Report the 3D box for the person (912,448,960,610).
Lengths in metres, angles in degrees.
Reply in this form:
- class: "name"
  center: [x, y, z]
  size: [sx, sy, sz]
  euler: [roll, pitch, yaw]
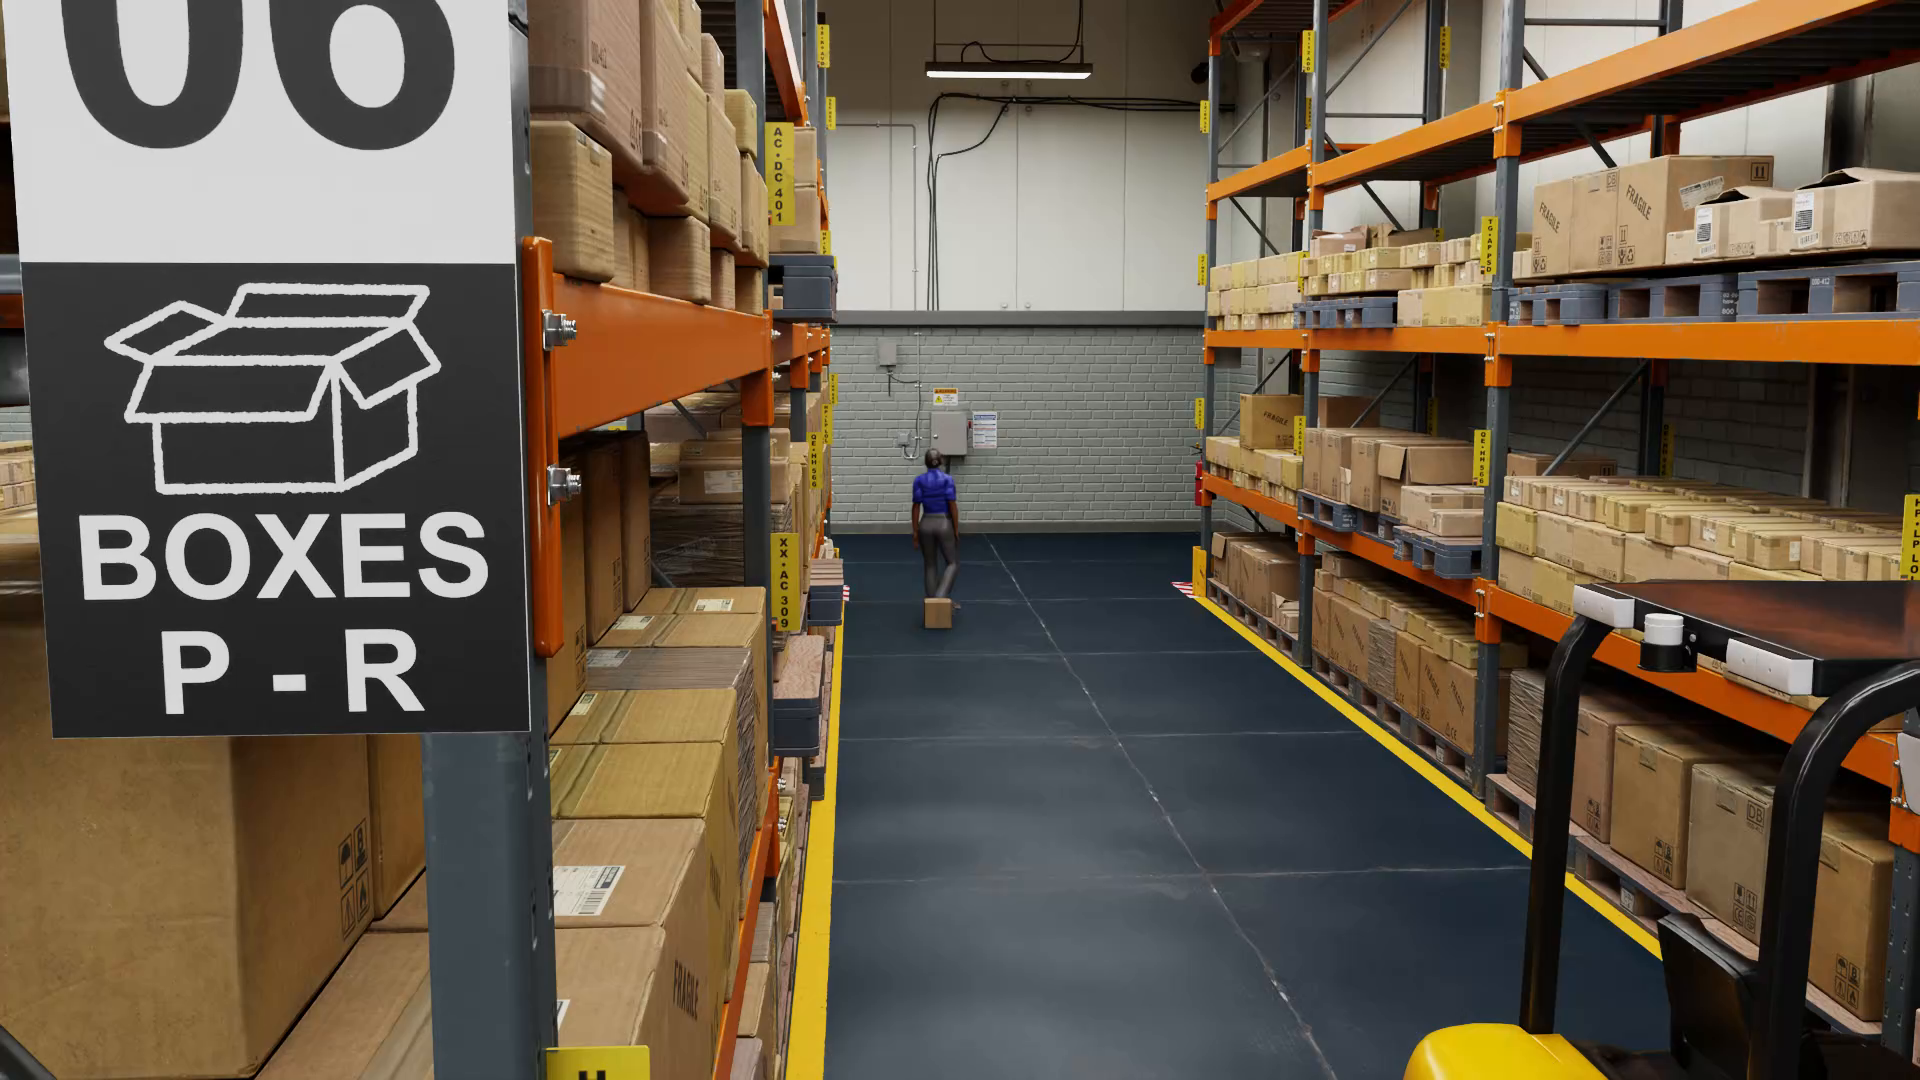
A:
- class: "person"
  center: [-0.236, -0.069, 16.335]
  size: [0.522, 1.650, 0.518]
  euler: [2, 7, 13]
